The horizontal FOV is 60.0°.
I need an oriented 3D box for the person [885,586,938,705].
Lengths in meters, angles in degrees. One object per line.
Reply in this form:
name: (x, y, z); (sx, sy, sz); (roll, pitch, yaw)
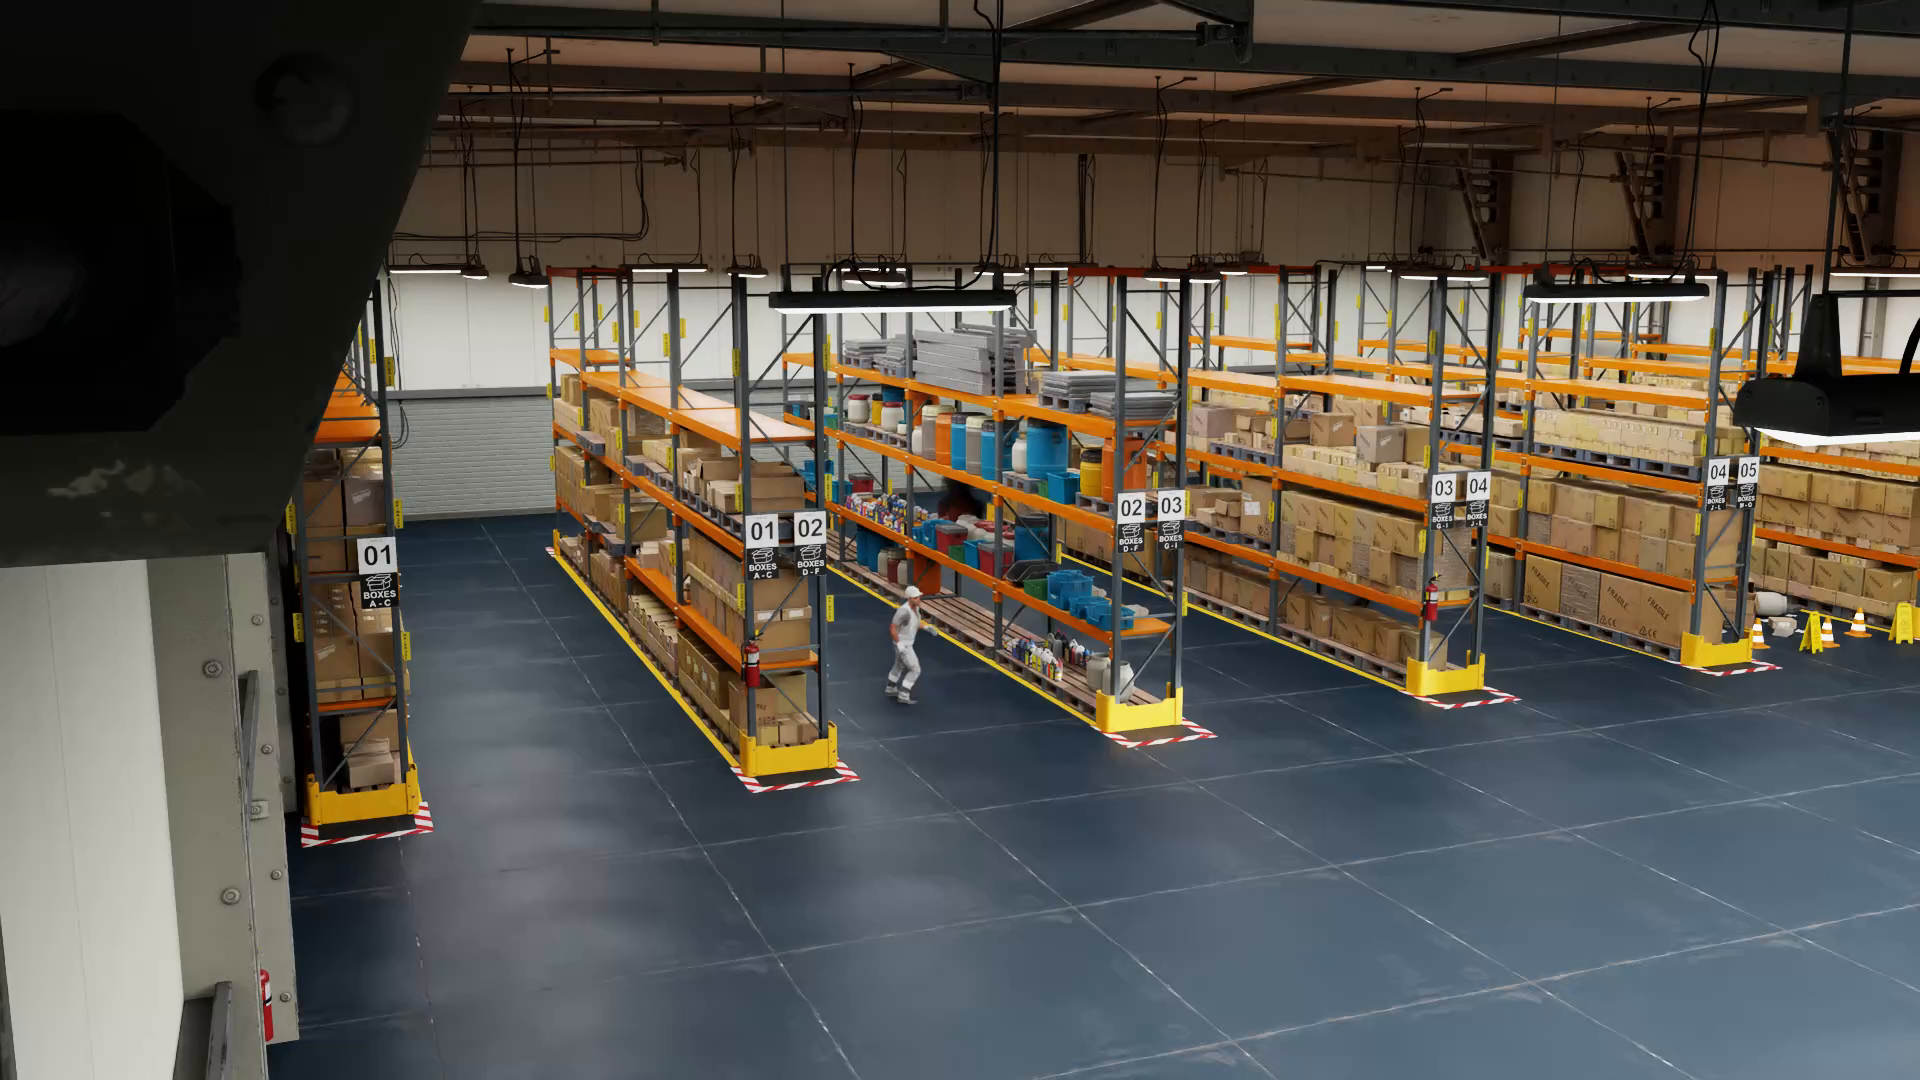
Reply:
person: (-0.716, 1.462, 23.432); (0.789, 1.716, 0.688); (2, 10, 10)

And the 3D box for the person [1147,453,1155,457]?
person: (4.393, -1.429, 40.695); (0.829, 1.492, 0.722); (7, 12, 36)

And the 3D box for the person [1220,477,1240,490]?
person: (6.785, -1.798, 42.080); (0.808, 1.746, 0.566); (-7, 12, -36)

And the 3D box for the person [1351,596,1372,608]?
person: (7.133, 0.560, 28.757); (0.650, 1.589, 0.961); (-6, 11, -30)
